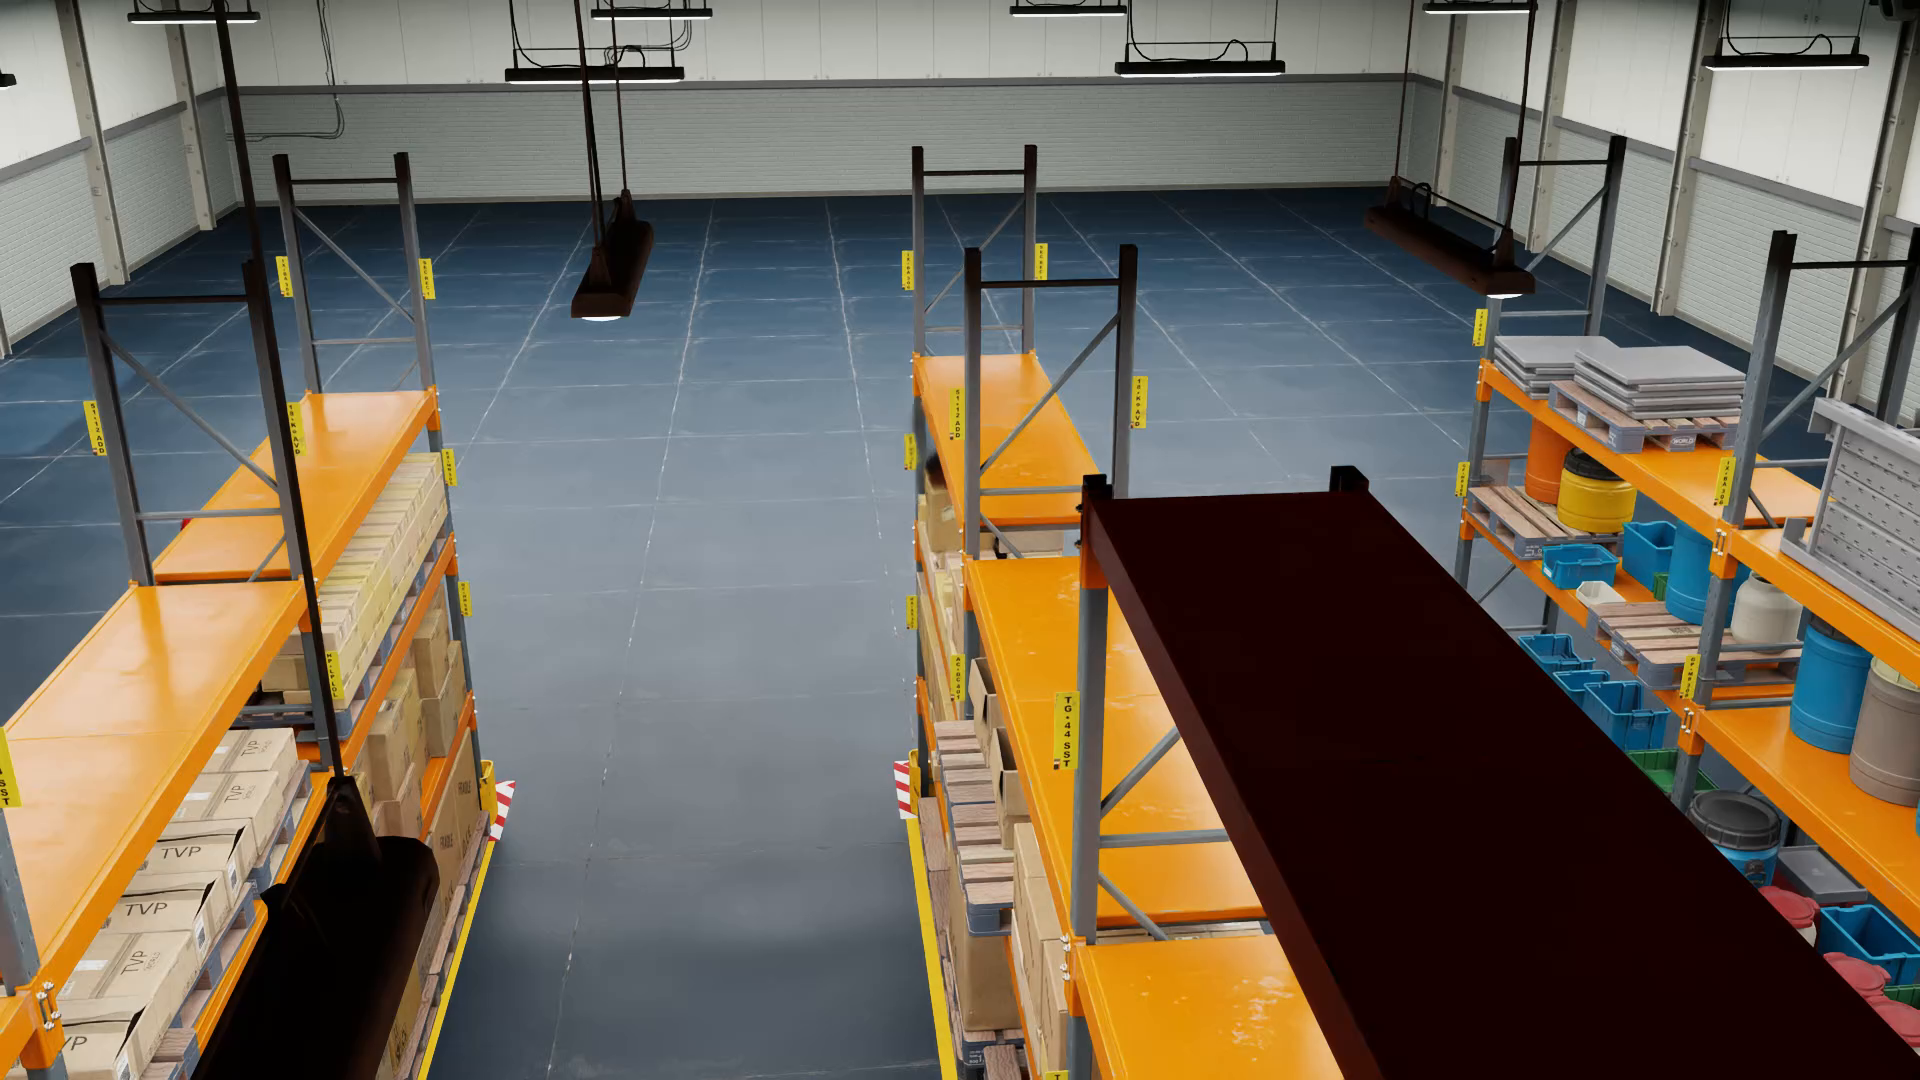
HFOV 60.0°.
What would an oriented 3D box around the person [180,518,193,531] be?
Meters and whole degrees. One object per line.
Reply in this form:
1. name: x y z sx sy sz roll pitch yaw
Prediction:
1. person: -7.992 0.584 17.729 0.457 1.786 0.606 -18 28 -39
